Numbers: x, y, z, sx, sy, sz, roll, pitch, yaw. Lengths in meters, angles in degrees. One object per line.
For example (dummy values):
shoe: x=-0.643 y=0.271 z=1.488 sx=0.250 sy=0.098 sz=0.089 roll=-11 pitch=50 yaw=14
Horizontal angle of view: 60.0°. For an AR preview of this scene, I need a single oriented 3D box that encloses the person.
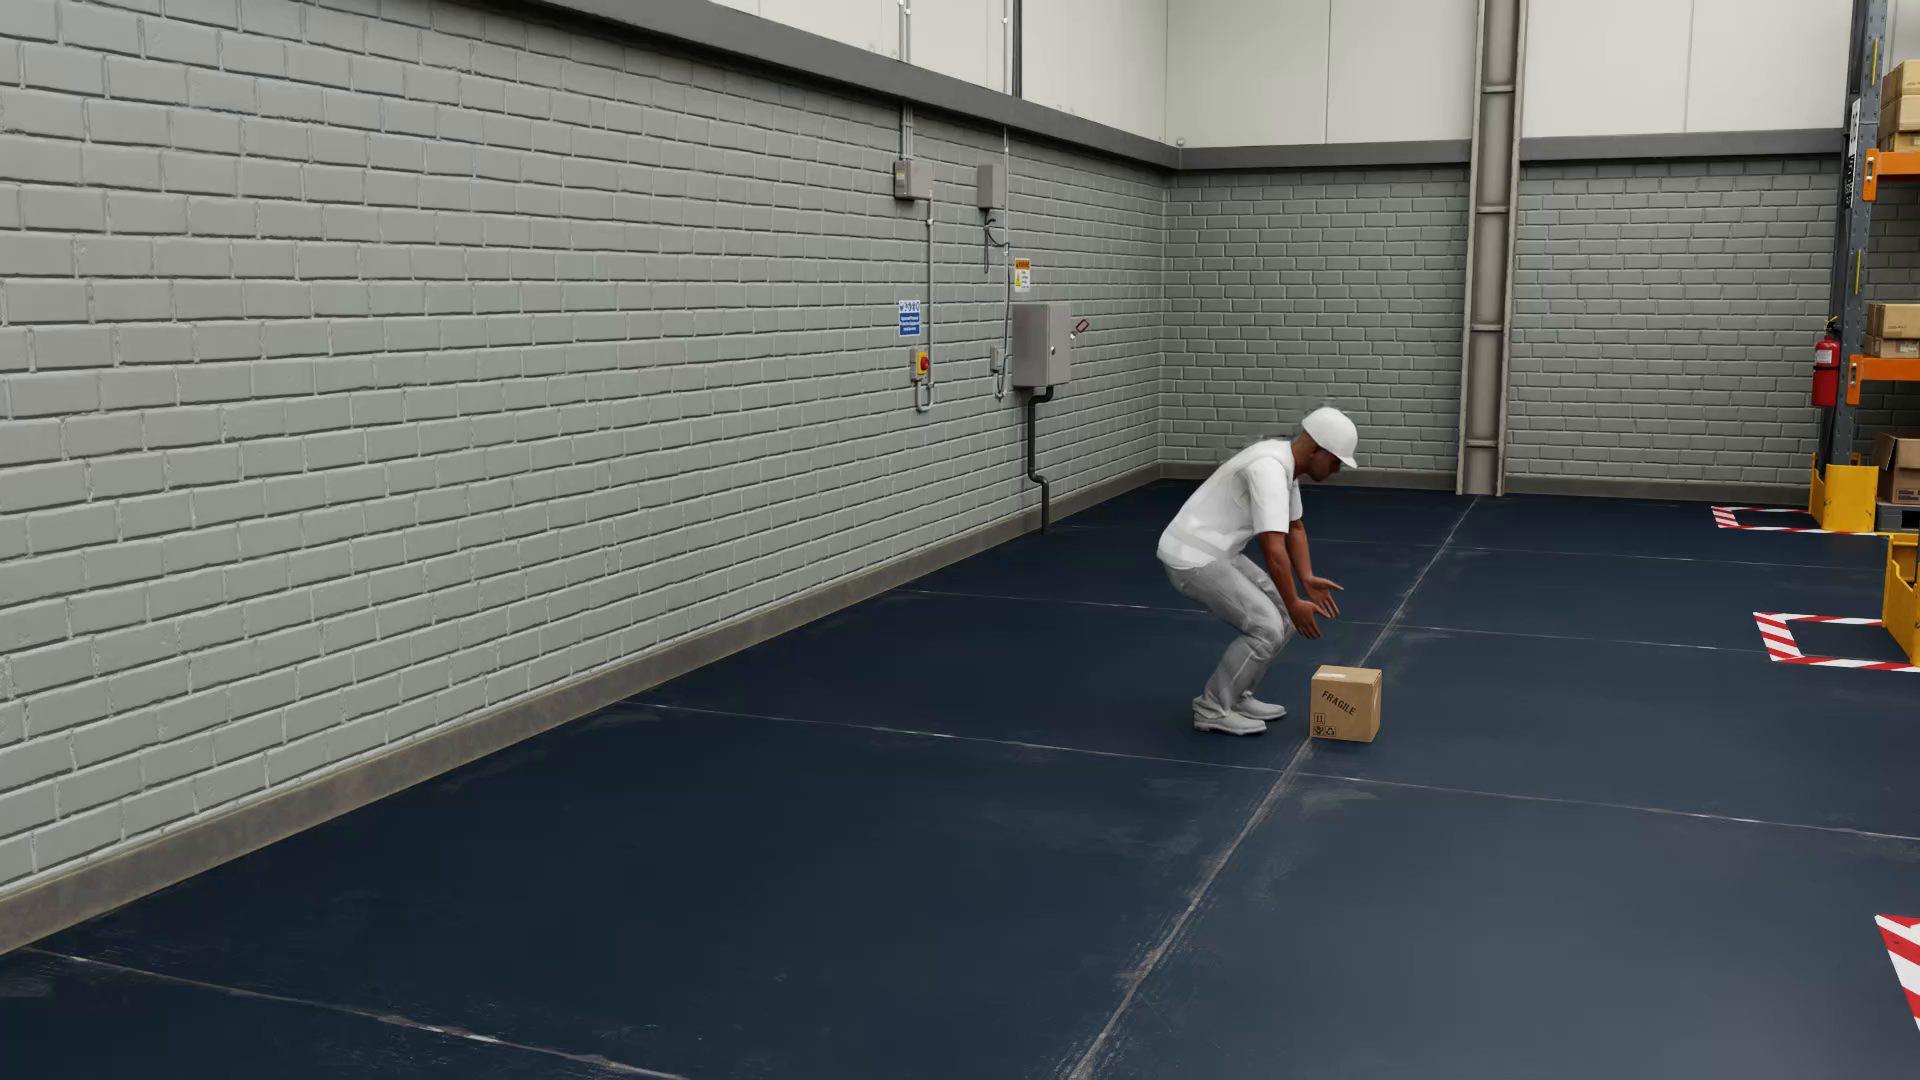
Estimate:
person: x=1.238 y=0.112 z=6.951 sx=0.792 sy=1.341 sz=0.631 roll=3 pitch=9 yaw=21
